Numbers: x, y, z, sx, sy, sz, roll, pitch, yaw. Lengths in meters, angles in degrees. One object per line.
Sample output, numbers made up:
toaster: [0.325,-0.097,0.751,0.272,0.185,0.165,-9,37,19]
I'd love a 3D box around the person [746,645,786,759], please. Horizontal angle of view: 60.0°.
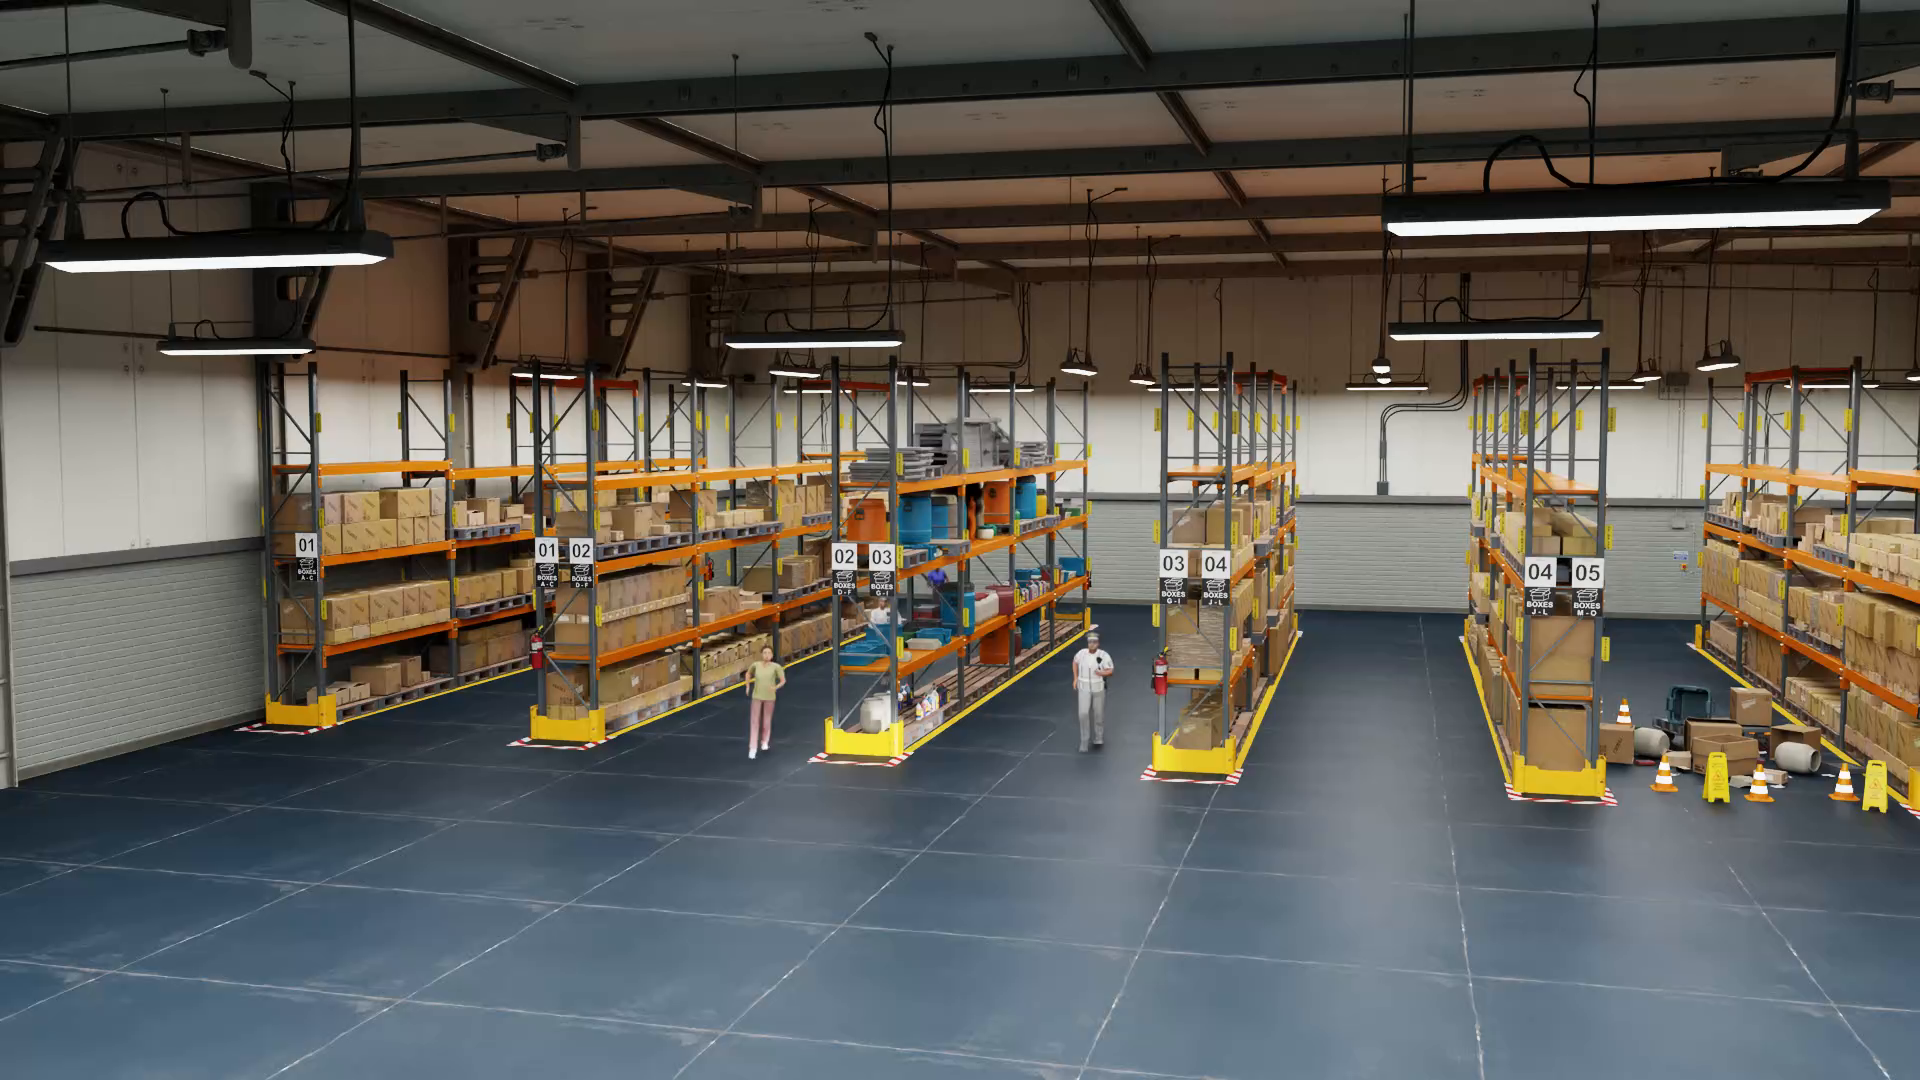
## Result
person: [-2.931,2.398,24.986,0.612,1.624,0.932,0,4,-2]

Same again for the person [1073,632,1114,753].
person: [2.039,2.320,25.501,0.644,1.837,0.858,1,4,8]

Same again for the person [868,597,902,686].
person: [-1.468,1.905,32.053,0.599,1.752,0.781,1,4,18]

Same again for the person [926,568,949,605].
person: [-0.548,1.332,40.960,0.615,1.641,0.823,-1,4,-17]

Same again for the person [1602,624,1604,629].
person: [14.490,1.387,38.725,0.976,1.705,0.658,1,4,20]
